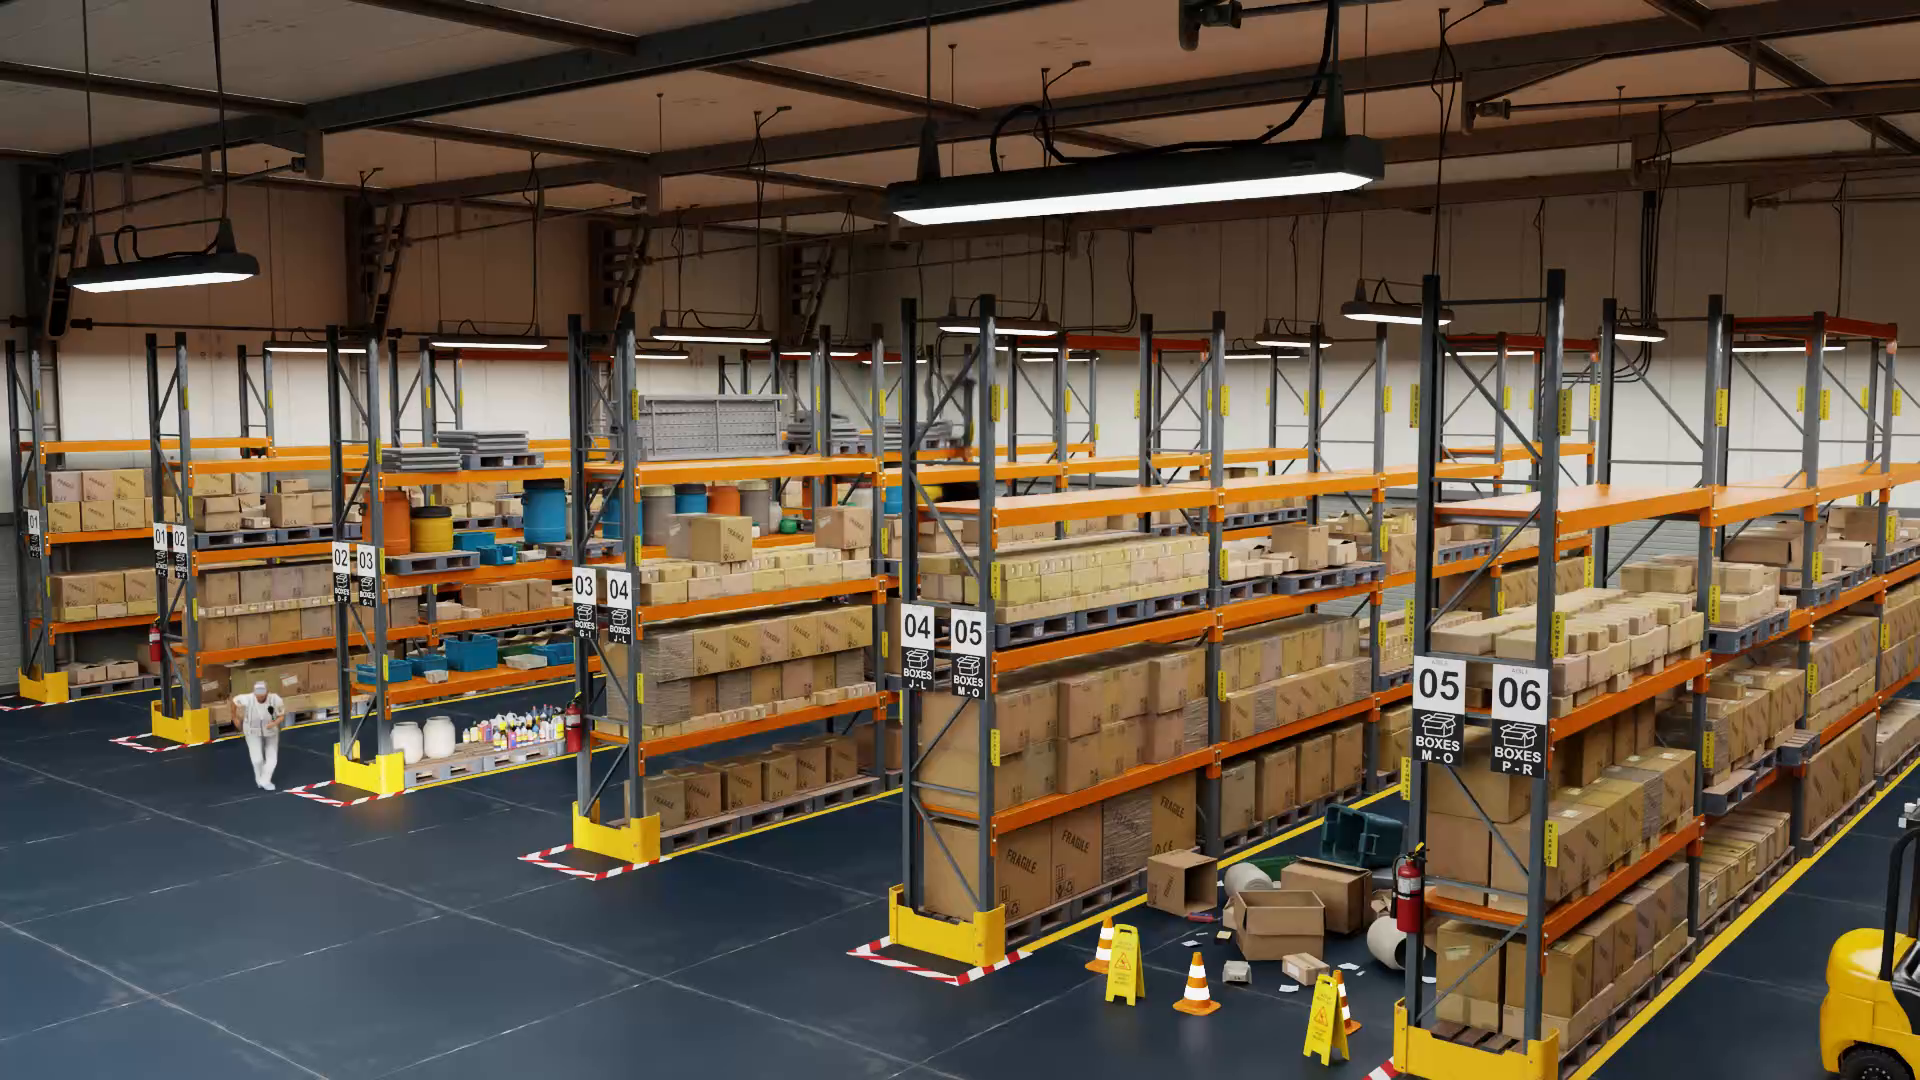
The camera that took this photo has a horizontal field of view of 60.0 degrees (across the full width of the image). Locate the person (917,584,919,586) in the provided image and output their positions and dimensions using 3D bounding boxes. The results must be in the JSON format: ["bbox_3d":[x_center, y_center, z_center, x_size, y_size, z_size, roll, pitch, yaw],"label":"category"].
[{"bbox_3d":[-0.787,1.150,35.040,0.677,1.750,0.715,3,6,30],"label":"person"}]

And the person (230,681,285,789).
[{"bbox_3d":[-8.985,2.509,21.294,0.636,1.496,0.850,-2,6,-25],"label":"person"}]
